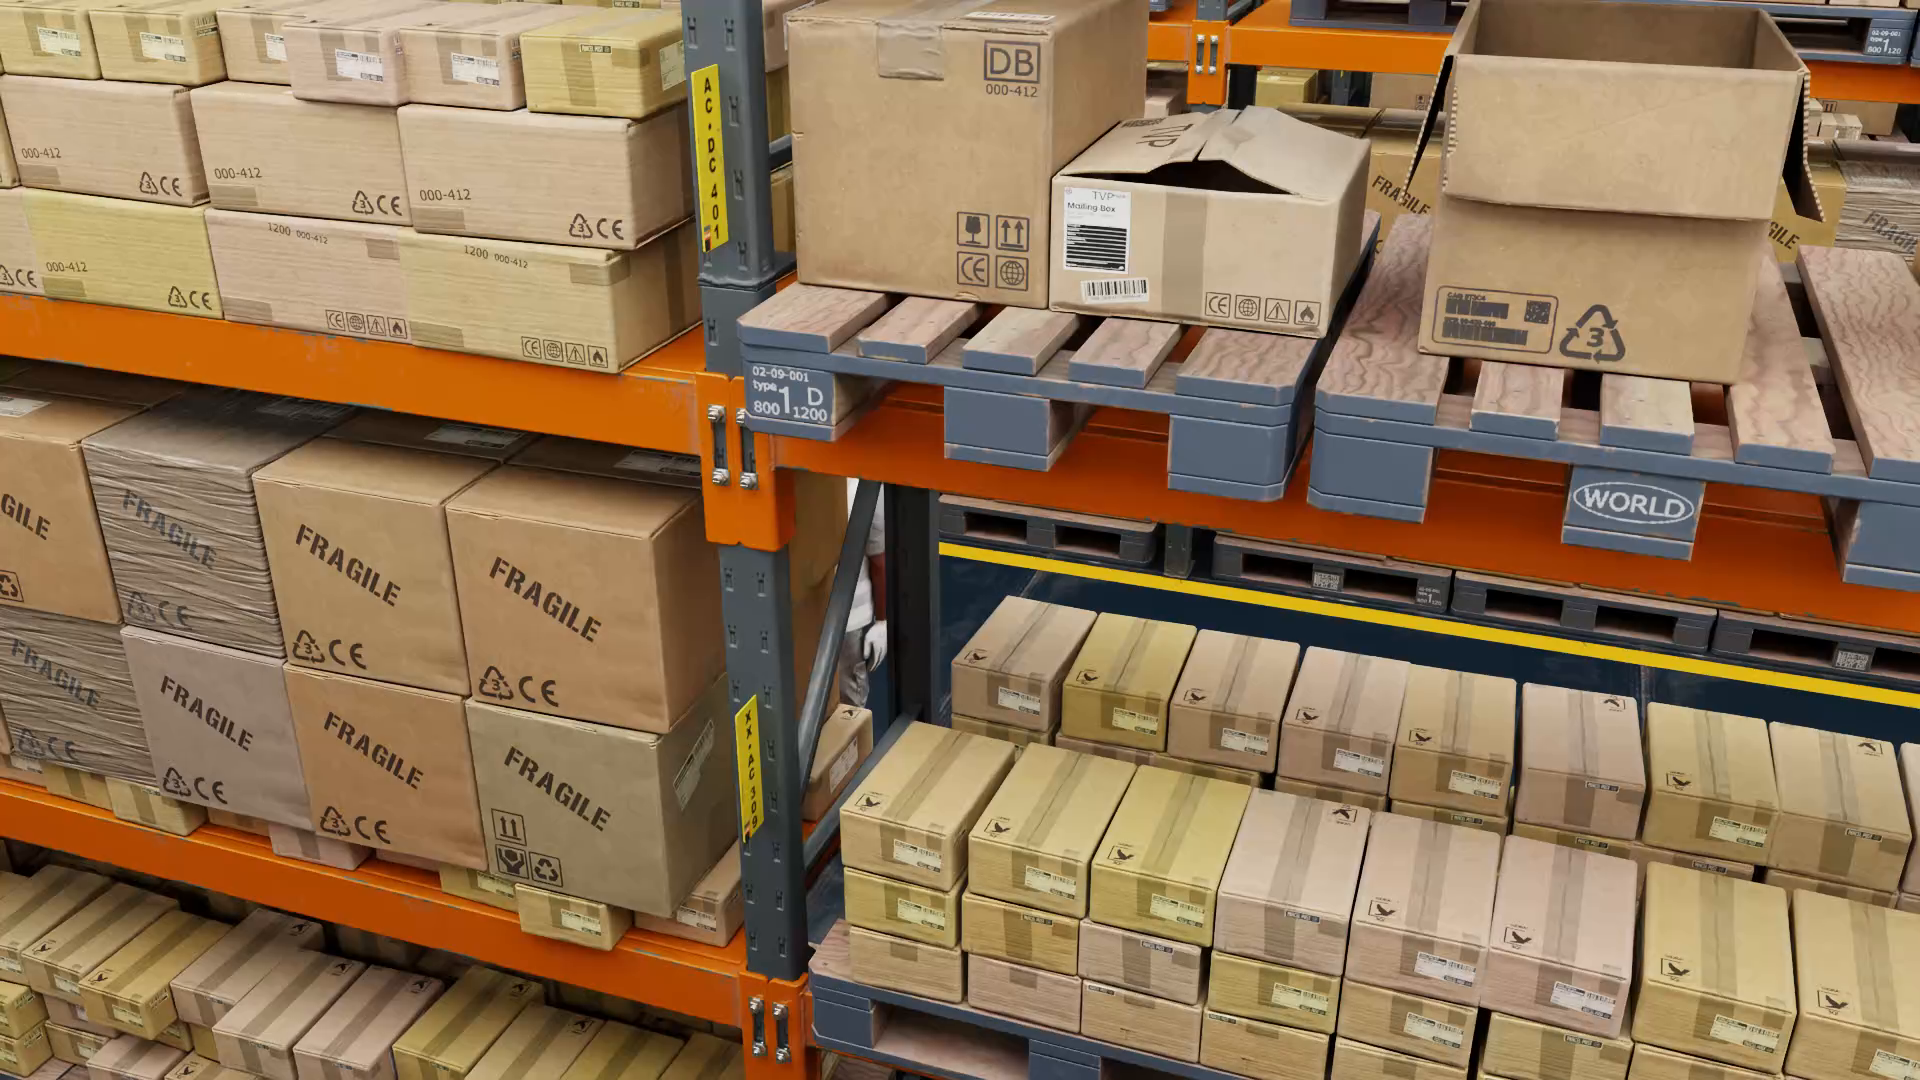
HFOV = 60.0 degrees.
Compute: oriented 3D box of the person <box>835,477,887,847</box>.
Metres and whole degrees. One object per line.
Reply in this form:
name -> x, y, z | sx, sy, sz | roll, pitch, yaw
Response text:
person -> -0.542, 0.327, 6.418 | 0.558, 1.804, 0.497 | 9, 27, 18
